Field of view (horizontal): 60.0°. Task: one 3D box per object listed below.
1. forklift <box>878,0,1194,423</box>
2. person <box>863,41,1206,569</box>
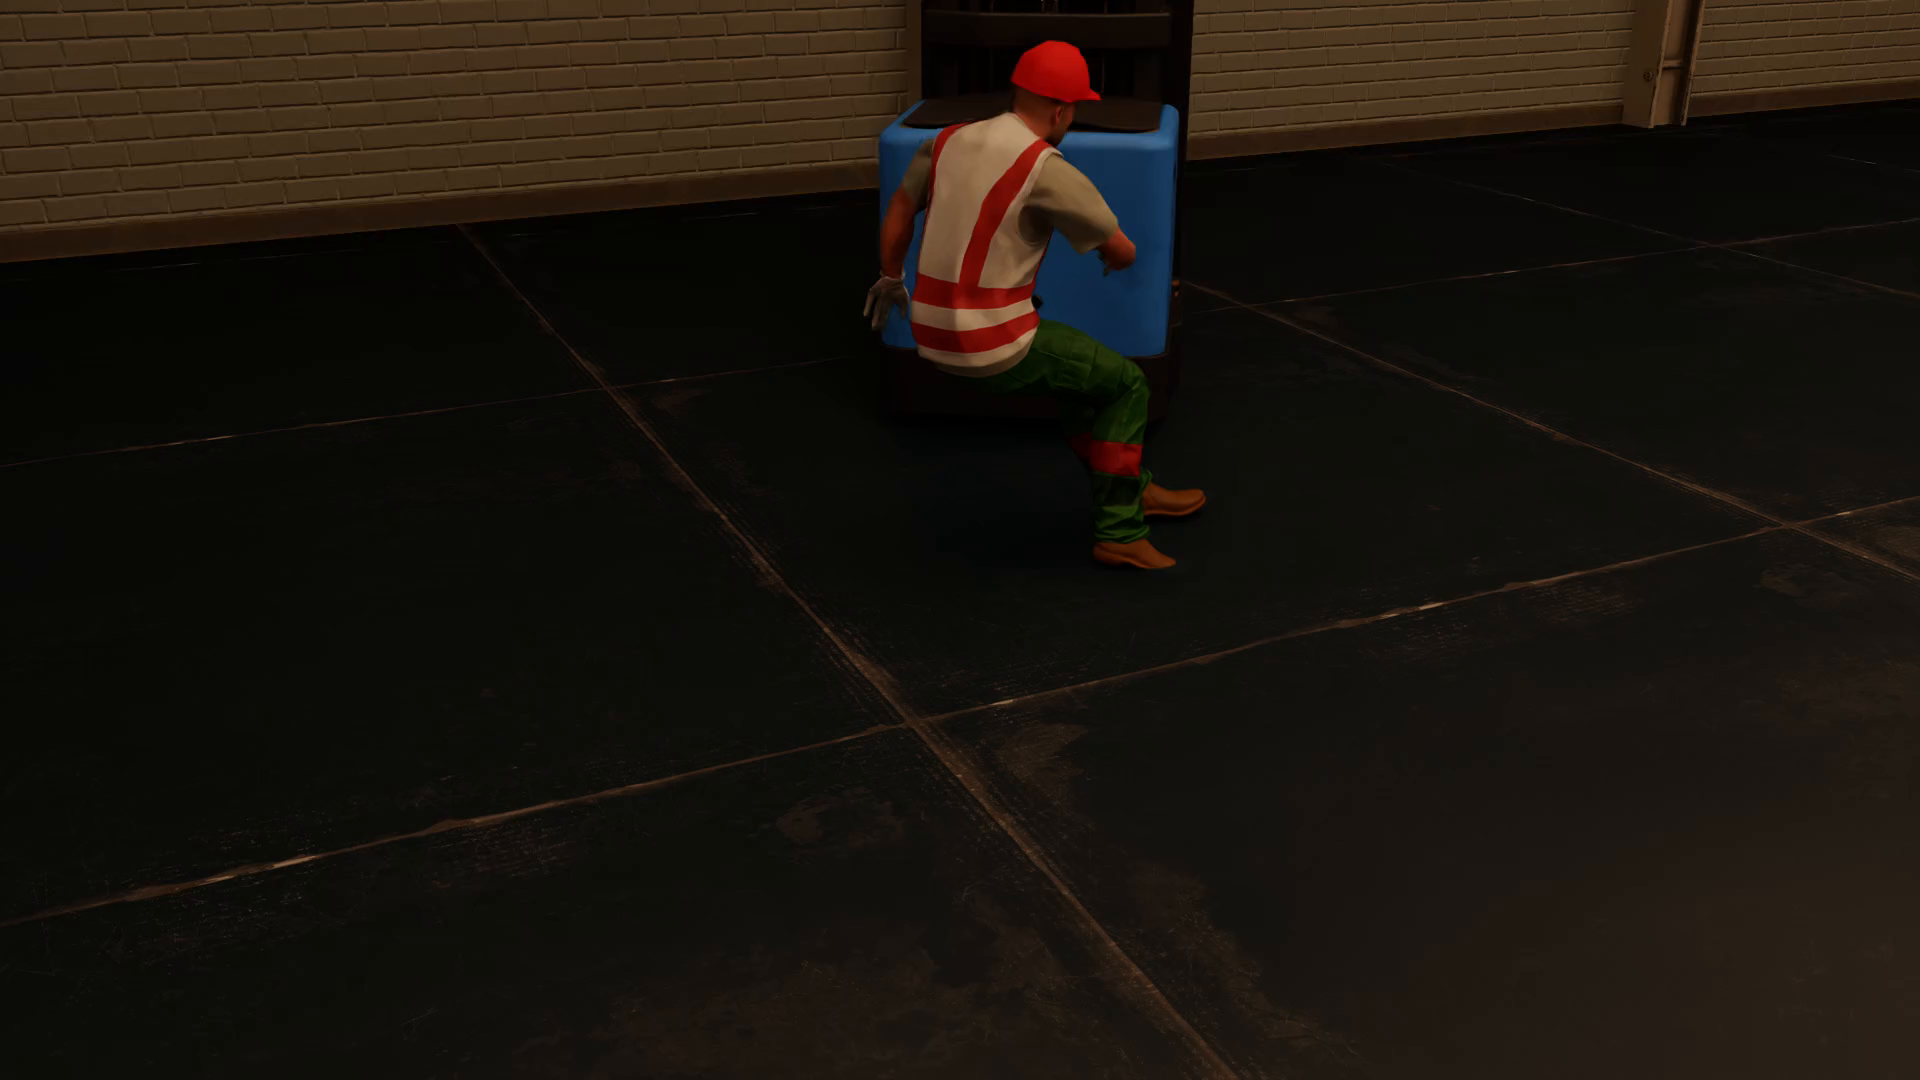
[{"bbox_3d":[0.422,-2.301,6.825,1.130,2.935,3.031,3,23,7],"label":"forklift"},{"bbox_3d":[0.275,-0.700,4.934,0.946,1.534,0.929,-16,28,-34],"label":"person"}]
